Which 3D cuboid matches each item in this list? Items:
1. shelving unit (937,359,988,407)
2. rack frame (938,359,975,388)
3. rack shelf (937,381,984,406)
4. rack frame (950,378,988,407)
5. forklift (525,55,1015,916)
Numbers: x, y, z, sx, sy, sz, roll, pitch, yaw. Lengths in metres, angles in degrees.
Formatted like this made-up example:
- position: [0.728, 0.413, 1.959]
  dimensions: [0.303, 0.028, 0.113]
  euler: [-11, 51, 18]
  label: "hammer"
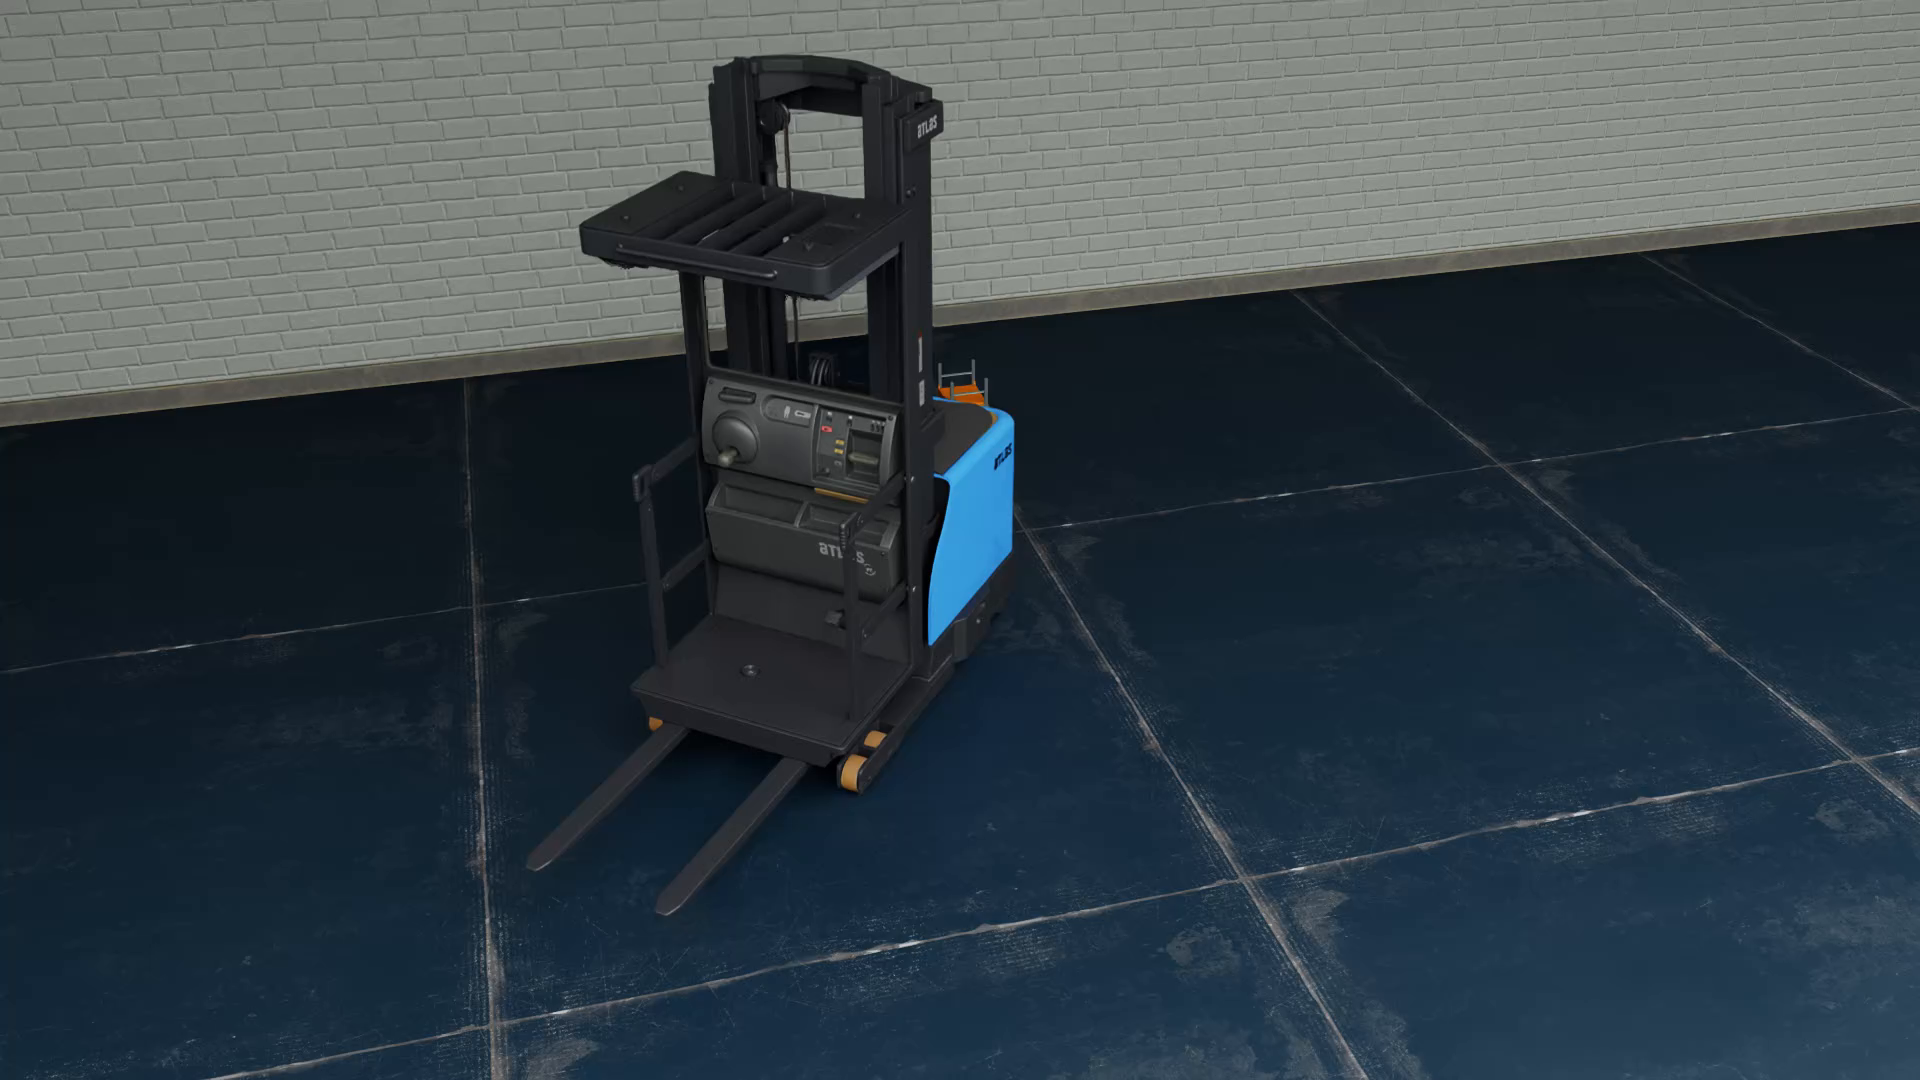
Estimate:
- position: [0.014, -0.429, 8.942]
  dimensions: [0.215, 1.050, 0.252]
  euler: [-8, 31, -13]
  label: "shelving unit"
- position: [-0.018, -0.487, 9.044]
  dimensions: [0.200, 1.050, 0.008]
  euler: [-8, 31, -13]
  label: "rack frame"
- position: [0.014, -0.665, 8.806]
  dimensions: [0.215, 0.259, 0.240]
  euler: [-8, 31, -13]
  label: "rack shelf"
- position: [0.047, -0.370, 8.841]
  dimensions: [0.200, 1.050, 0.008]
  euler: [-8, 31, -13]
  label: "rack frame"
- position: [-0.789, -0.404, 7.023]
  dimensions: [1.130, 2.935, 3.031]
  euler: [13, 32, 21]
  label: "forklift"
